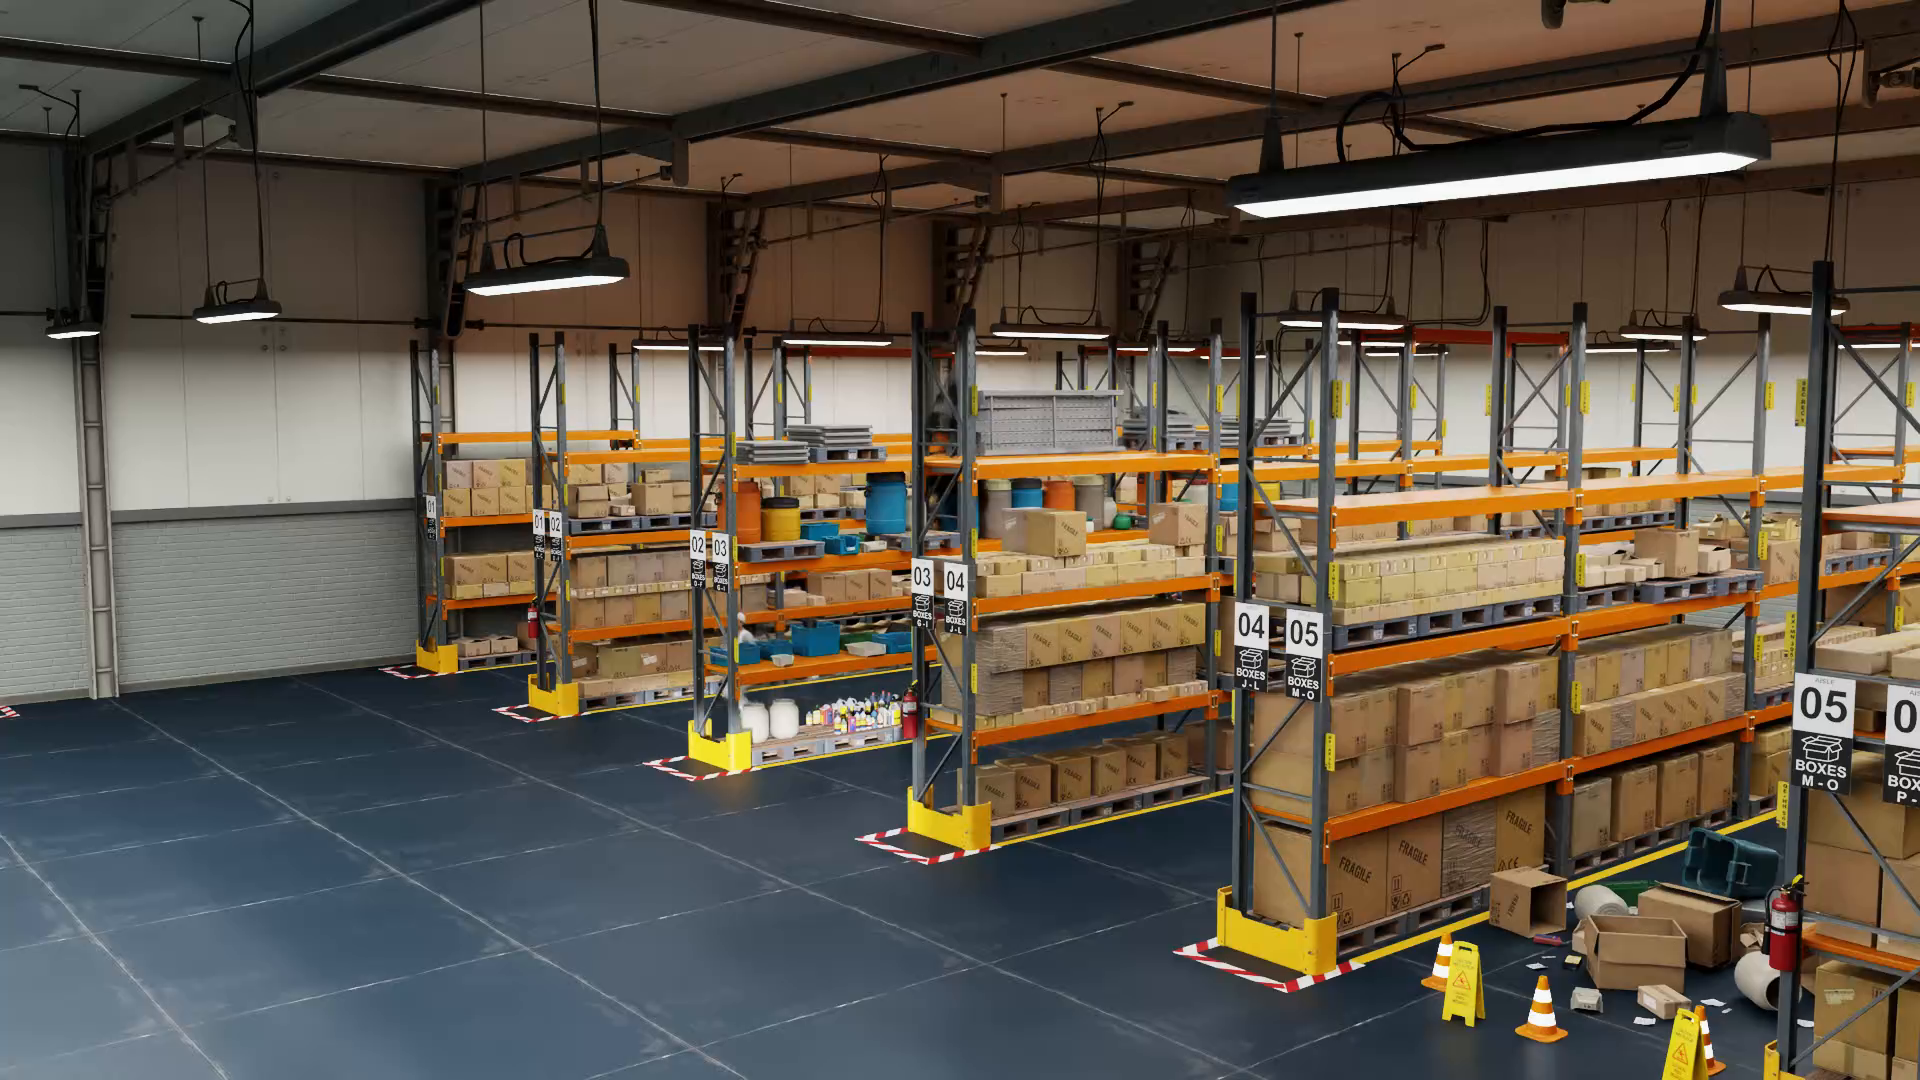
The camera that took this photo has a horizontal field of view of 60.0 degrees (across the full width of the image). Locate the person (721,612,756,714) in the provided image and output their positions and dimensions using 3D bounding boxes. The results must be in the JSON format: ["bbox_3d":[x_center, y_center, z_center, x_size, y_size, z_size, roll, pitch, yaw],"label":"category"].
[{"bbox_3d":[-3.356,1.962,25.186,0.668,1.747,0.583,5,7,41],"label":"person"}]

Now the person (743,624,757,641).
[{"bbox_3d":[-3.961,1.475,30.904,0.932,1.622,0.581,-4,7,-36],"label":"person"}]

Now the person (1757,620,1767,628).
[{"bbox_3d":[11.840,2.038,24.801,0.566,1.681,0.657,-3,6,-33],"label":"person"}]
